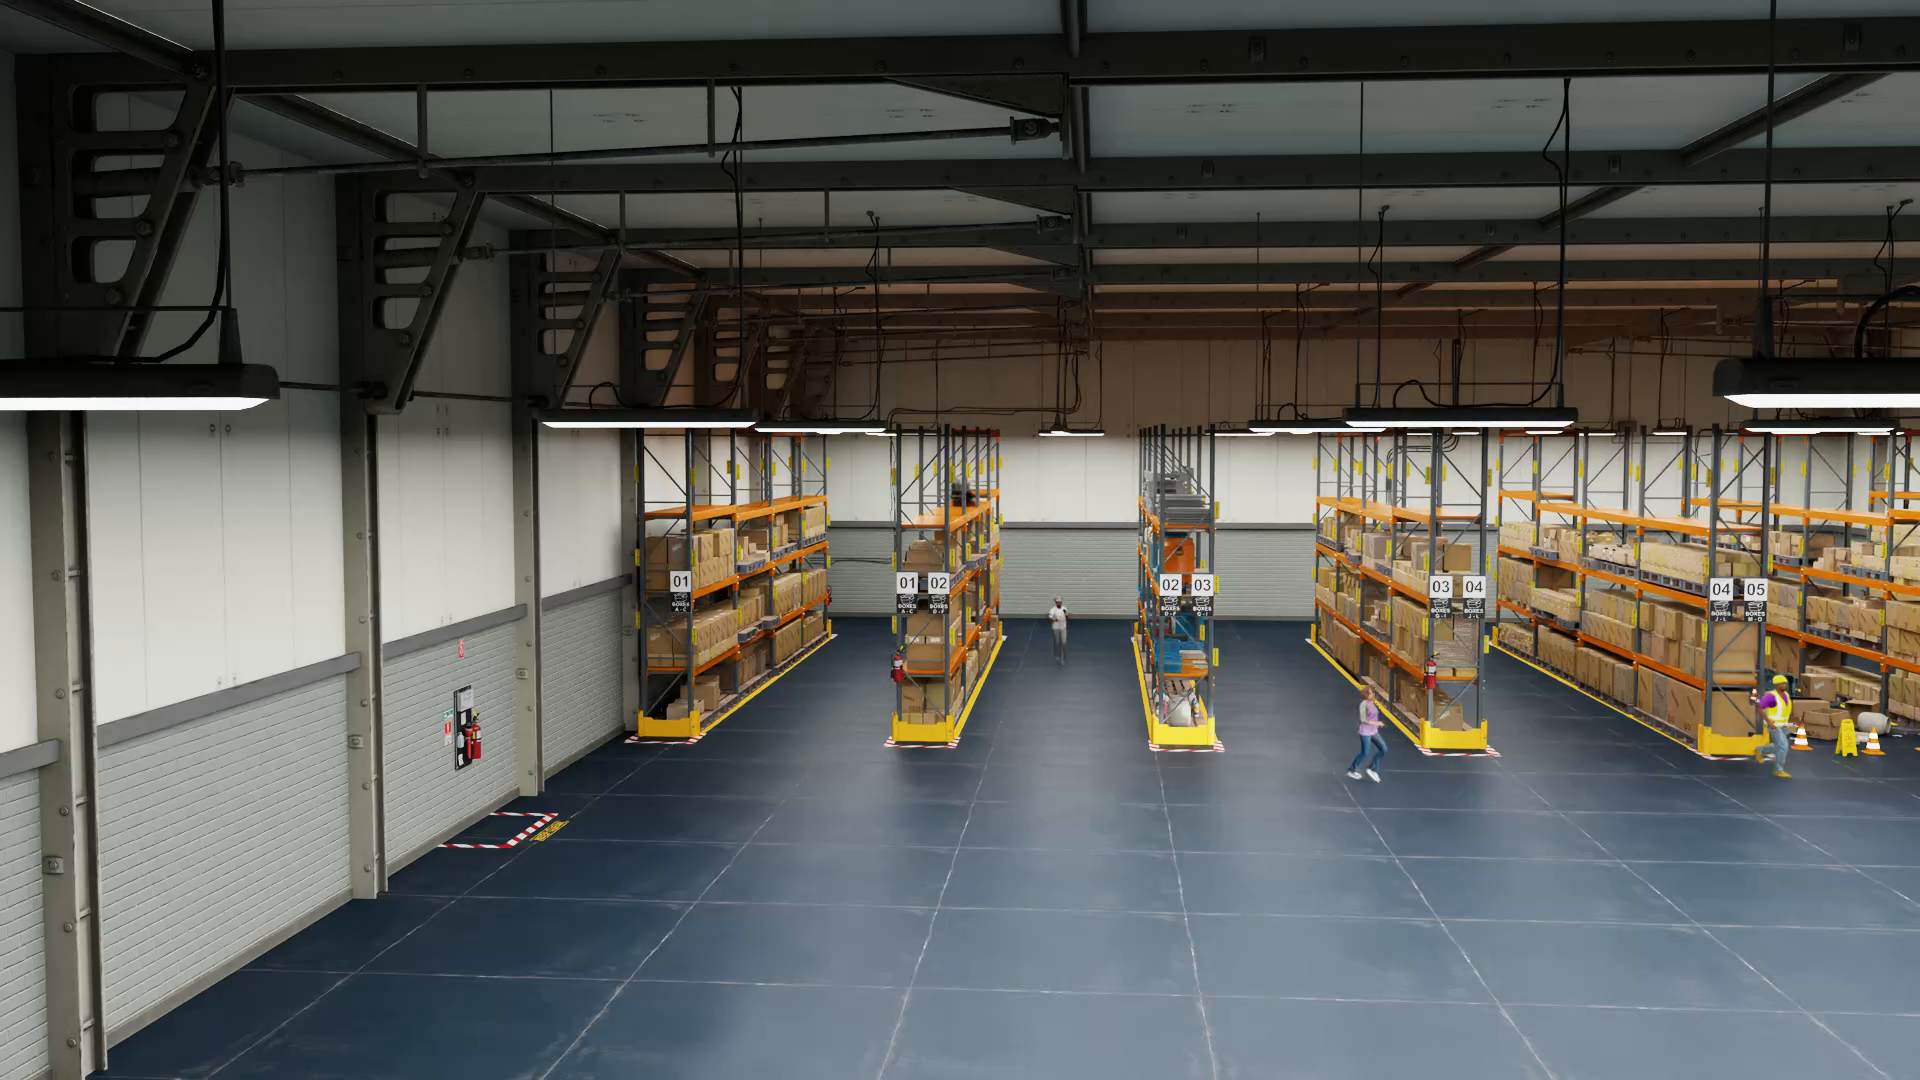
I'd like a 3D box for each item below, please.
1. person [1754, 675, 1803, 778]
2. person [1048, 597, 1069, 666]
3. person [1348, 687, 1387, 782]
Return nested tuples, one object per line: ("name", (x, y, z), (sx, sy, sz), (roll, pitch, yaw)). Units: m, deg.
("person", (13.828, 3.142, 28.318), (0.685, 1.721, 0.753), (-2, 4, -31))
("person", (2.520, 2.306, 42.343), (0.564, 1.750, 0.794), (0, 3, -3))
("person", (6.821, 3.256, 27.783), (0.672, 1.573, 0.543), (3, 5, 41))
